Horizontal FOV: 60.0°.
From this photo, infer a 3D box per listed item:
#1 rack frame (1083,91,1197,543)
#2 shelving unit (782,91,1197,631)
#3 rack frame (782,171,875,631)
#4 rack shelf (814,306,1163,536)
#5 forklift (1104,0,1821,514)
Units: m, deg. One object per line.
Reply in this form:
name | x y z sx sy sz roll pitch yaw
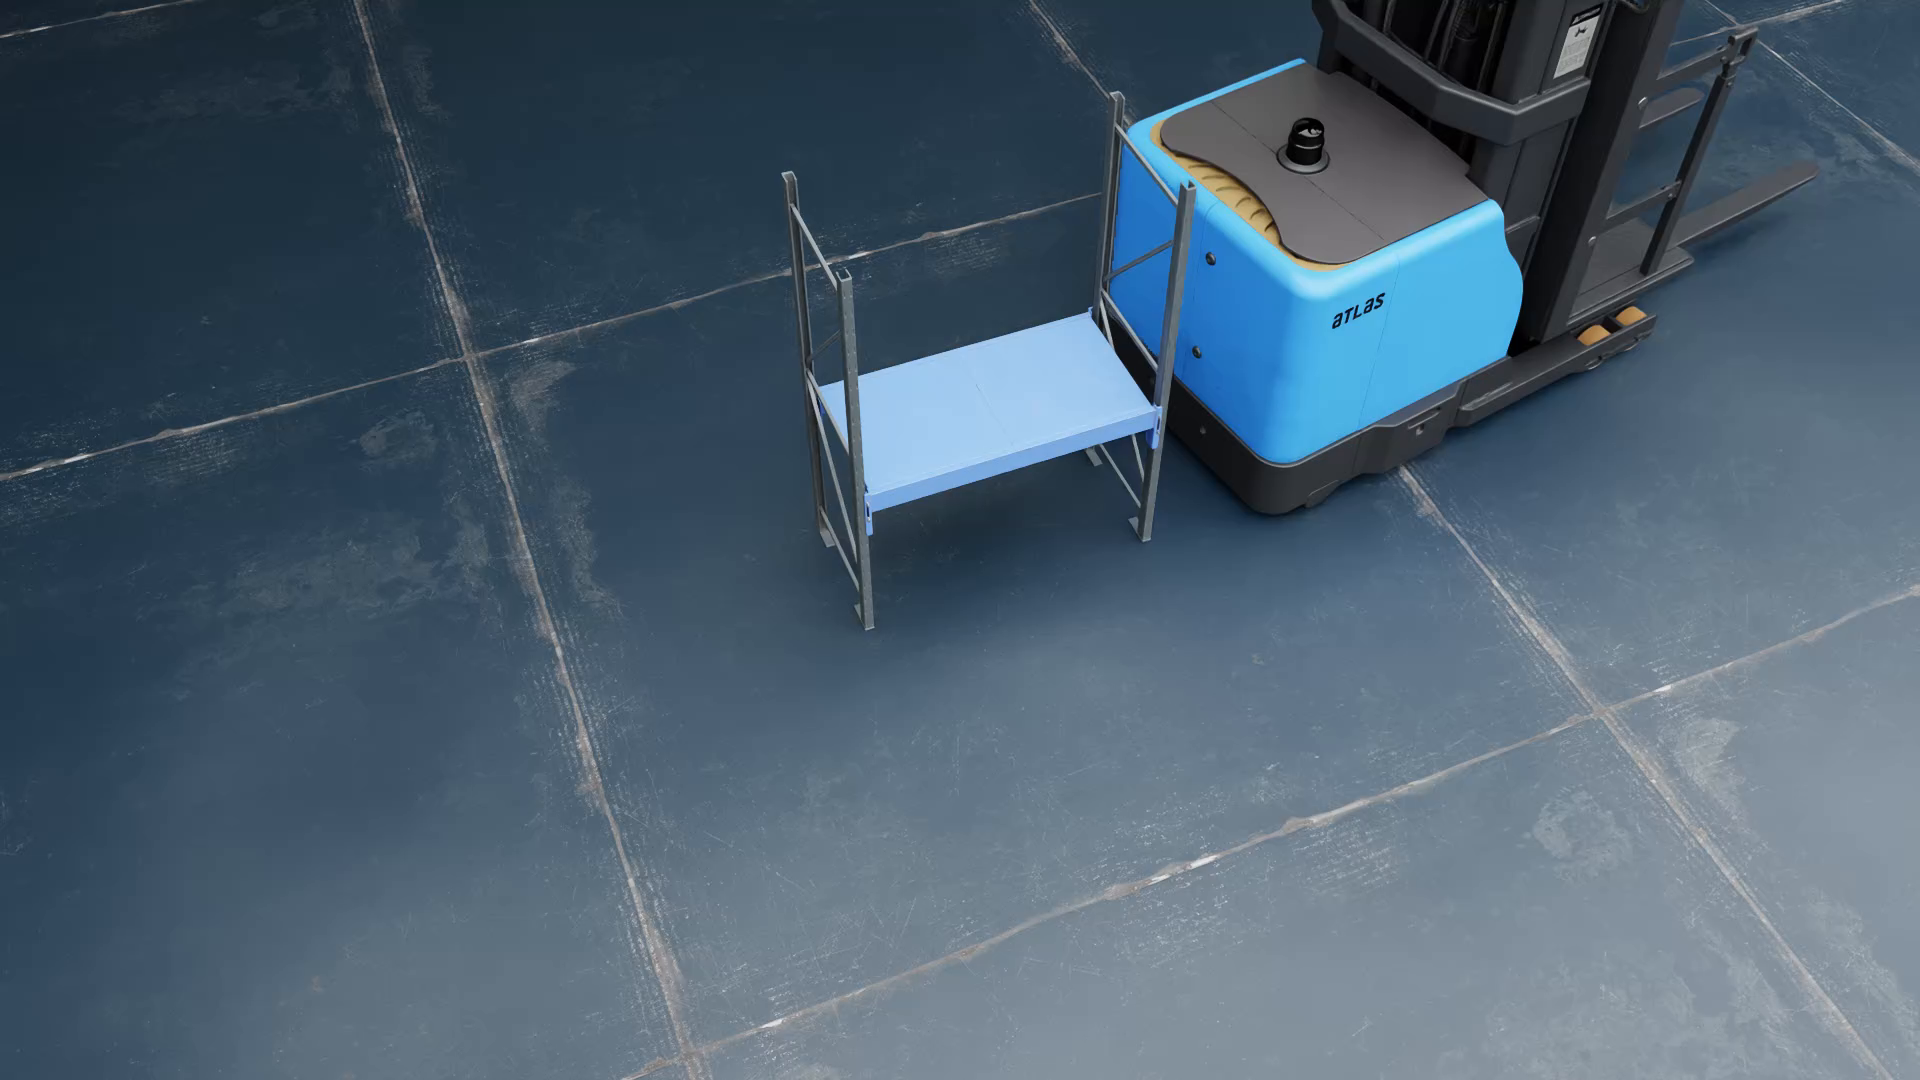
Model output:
rack frame | 0.550 -0.659 5.327 0.032 1.500 0.500 -17 52 -14
shelving unit | 0.079 -0.513 5.202 1.048 1.500 0.538 -17 52 -14
rack frame | -0.392 -0.367 5.077 0.032 1.500 0.500 -17 52 -14
rack shelf | 0.079 -0.396 5.338 1.000 0.185 0.538 -17 52 -14
forklift | 2.044 -1.917 5.464 3.031 2.935 1.130 -26 54 -20
